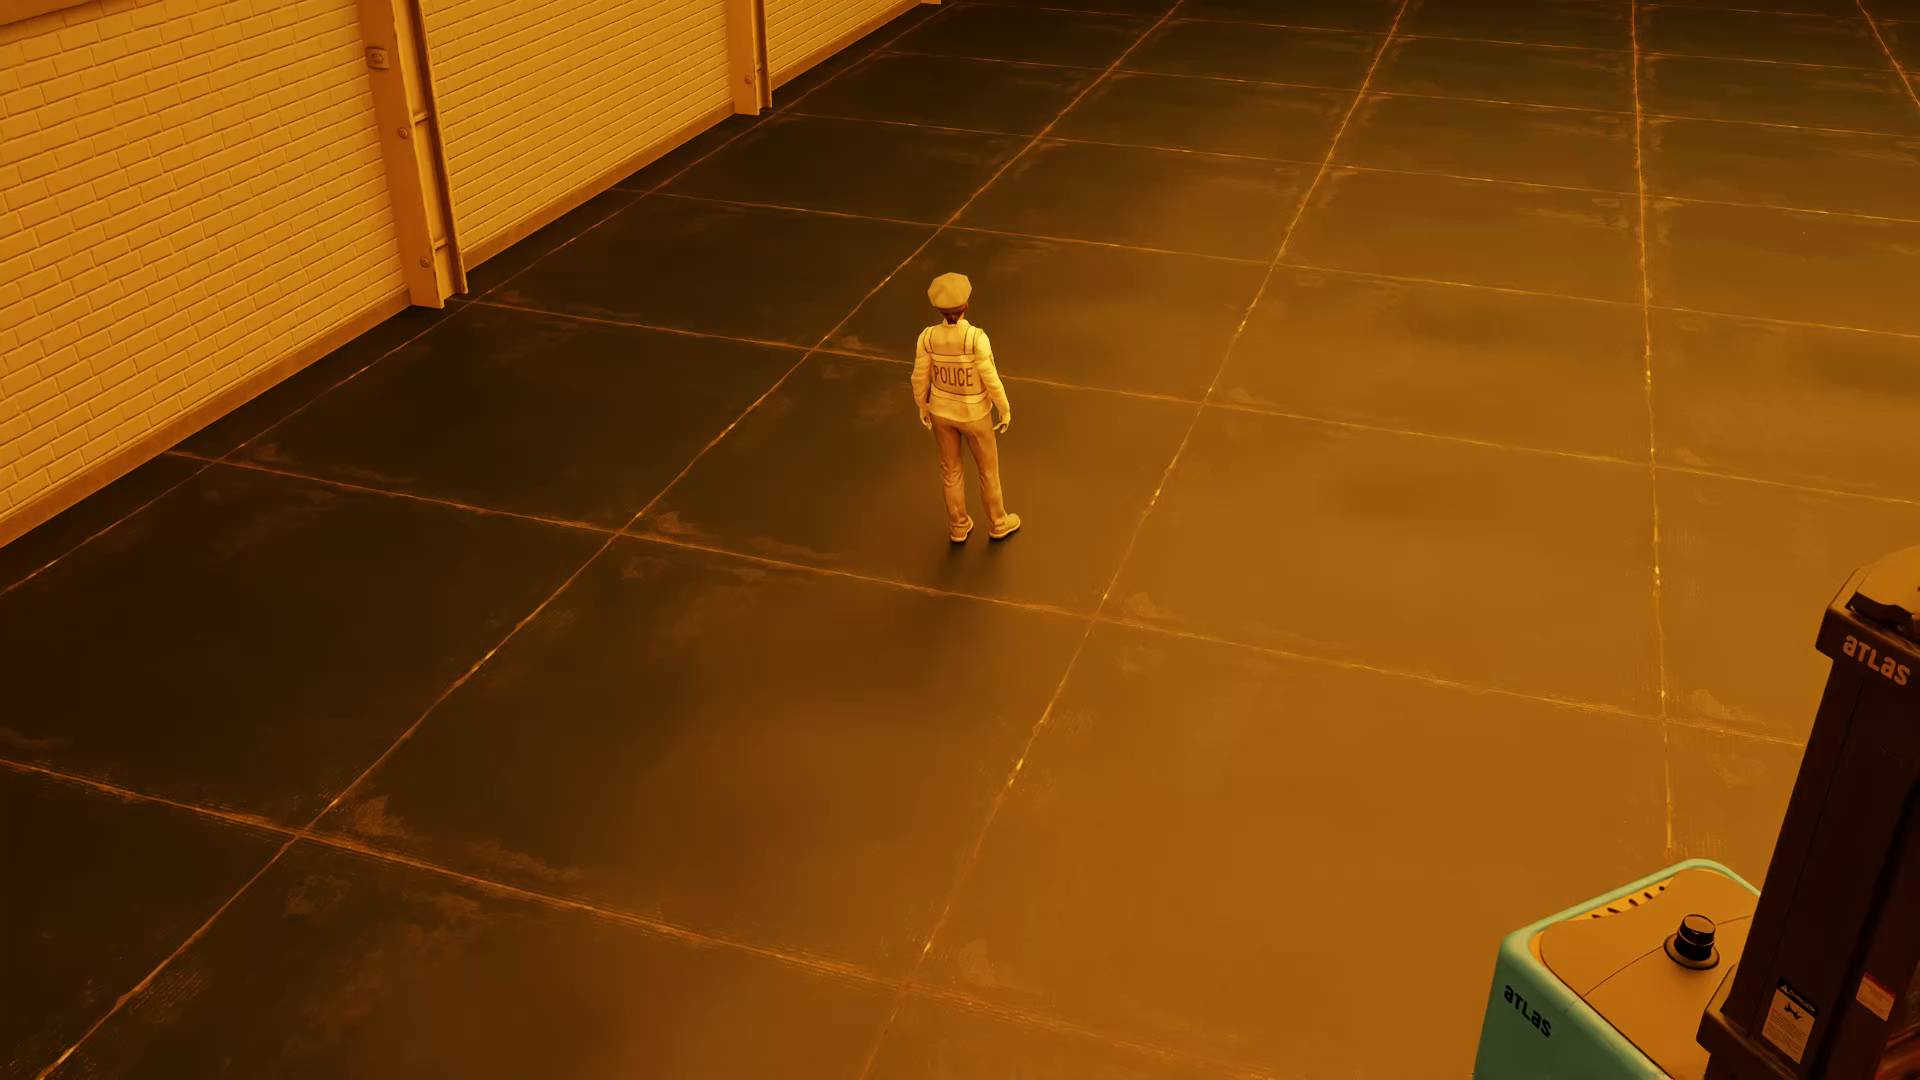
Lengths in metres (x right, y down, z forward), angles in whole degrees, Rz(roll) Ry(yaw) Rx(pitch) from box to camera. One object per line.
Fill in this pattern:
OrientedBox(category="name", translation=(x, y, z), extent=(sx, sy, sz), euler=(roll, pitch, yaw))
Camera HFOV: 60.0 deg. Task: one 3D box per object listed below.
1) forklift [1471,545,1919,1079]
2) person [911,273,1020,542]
OrientedBox(category="forklift", translation=(2.913, 1.539, 4.437), extent=(1.130, 2.935, 3.031), euler=(-14, 33, -23))
OrientedBox(category="person", translation=(0.029, -0.773, 9.728), extent=(0.587, 1.694, 0.530), euler=(10, 31, 16))
